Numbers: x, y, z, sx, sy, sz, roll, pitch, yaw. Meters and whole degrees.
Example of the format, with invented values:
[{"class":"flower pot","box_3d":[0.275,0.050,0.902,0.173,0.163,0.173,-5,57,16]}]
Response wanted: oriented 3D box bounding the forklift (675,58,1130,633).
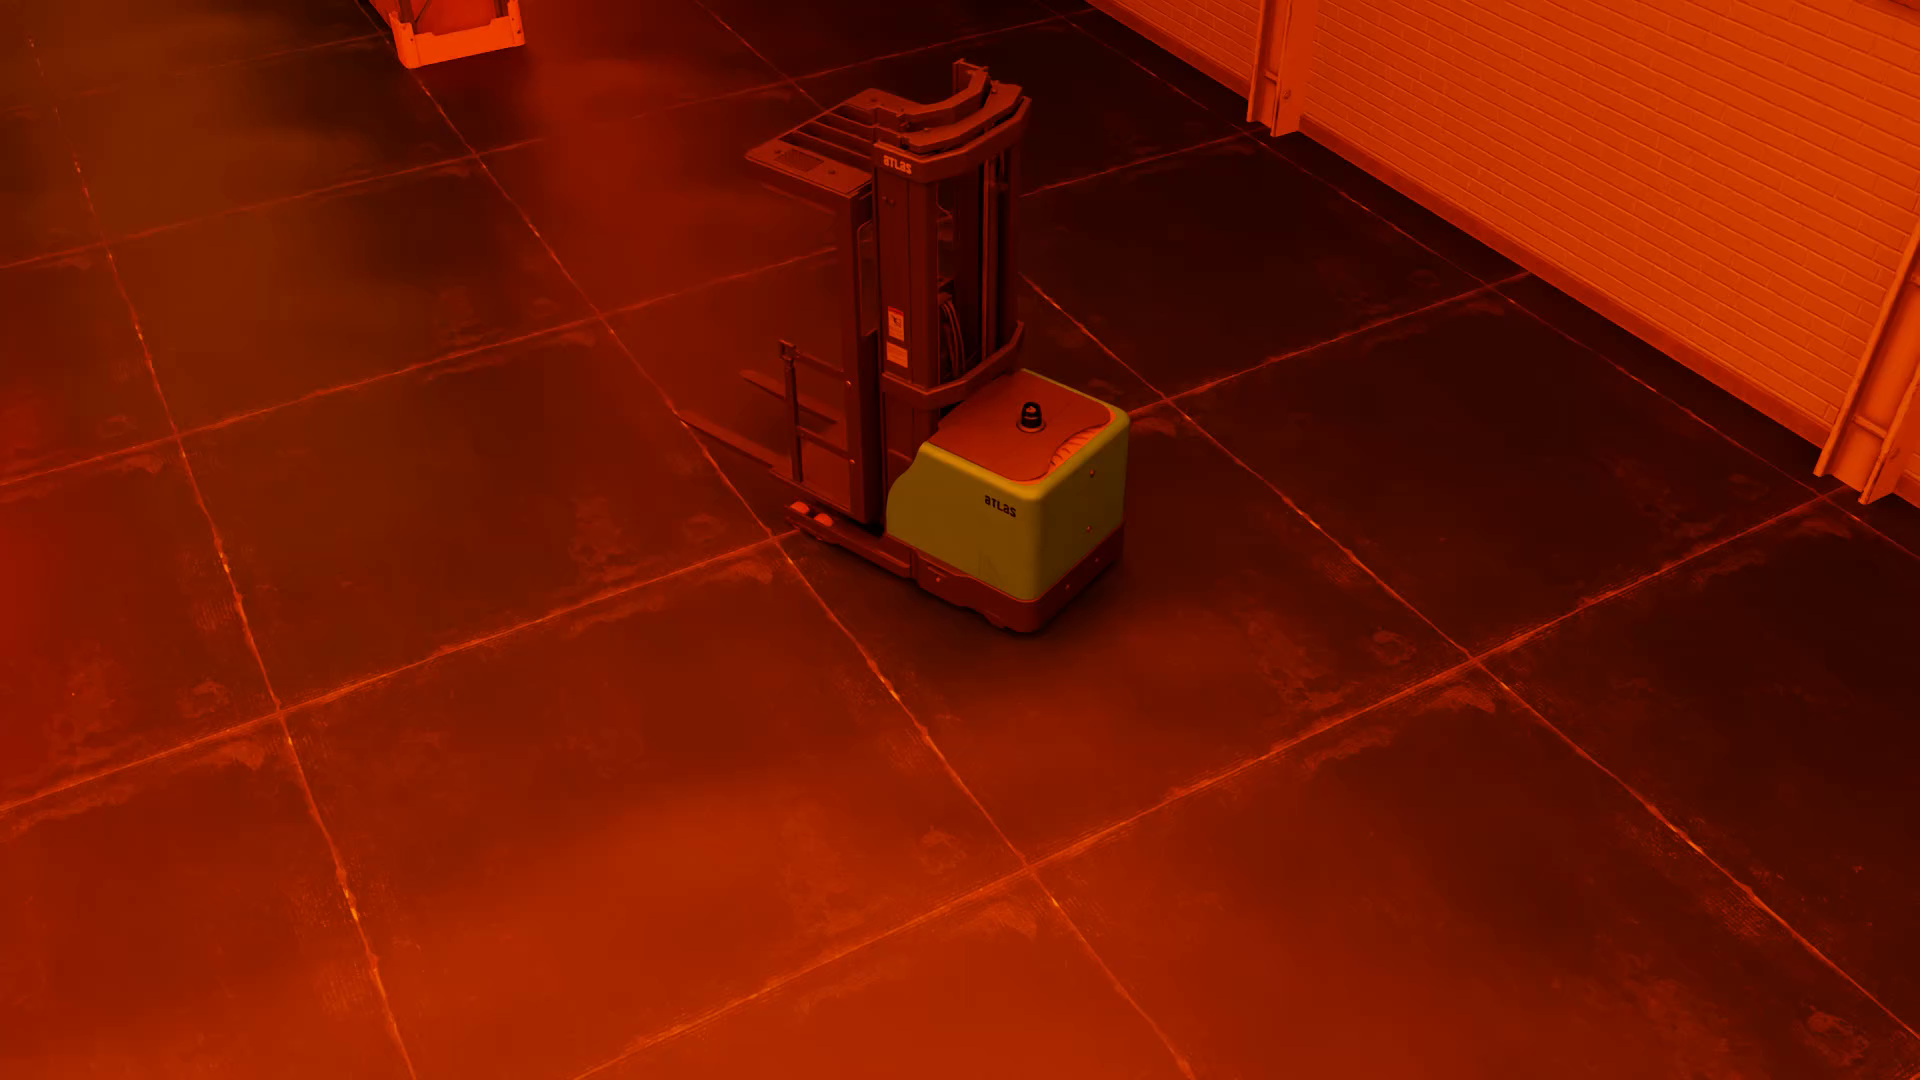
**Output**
[{"class":"forklift","box_3d":[-0.481,-1.366,9.683,3.031,2.935,1.130,26,46,28]}]
